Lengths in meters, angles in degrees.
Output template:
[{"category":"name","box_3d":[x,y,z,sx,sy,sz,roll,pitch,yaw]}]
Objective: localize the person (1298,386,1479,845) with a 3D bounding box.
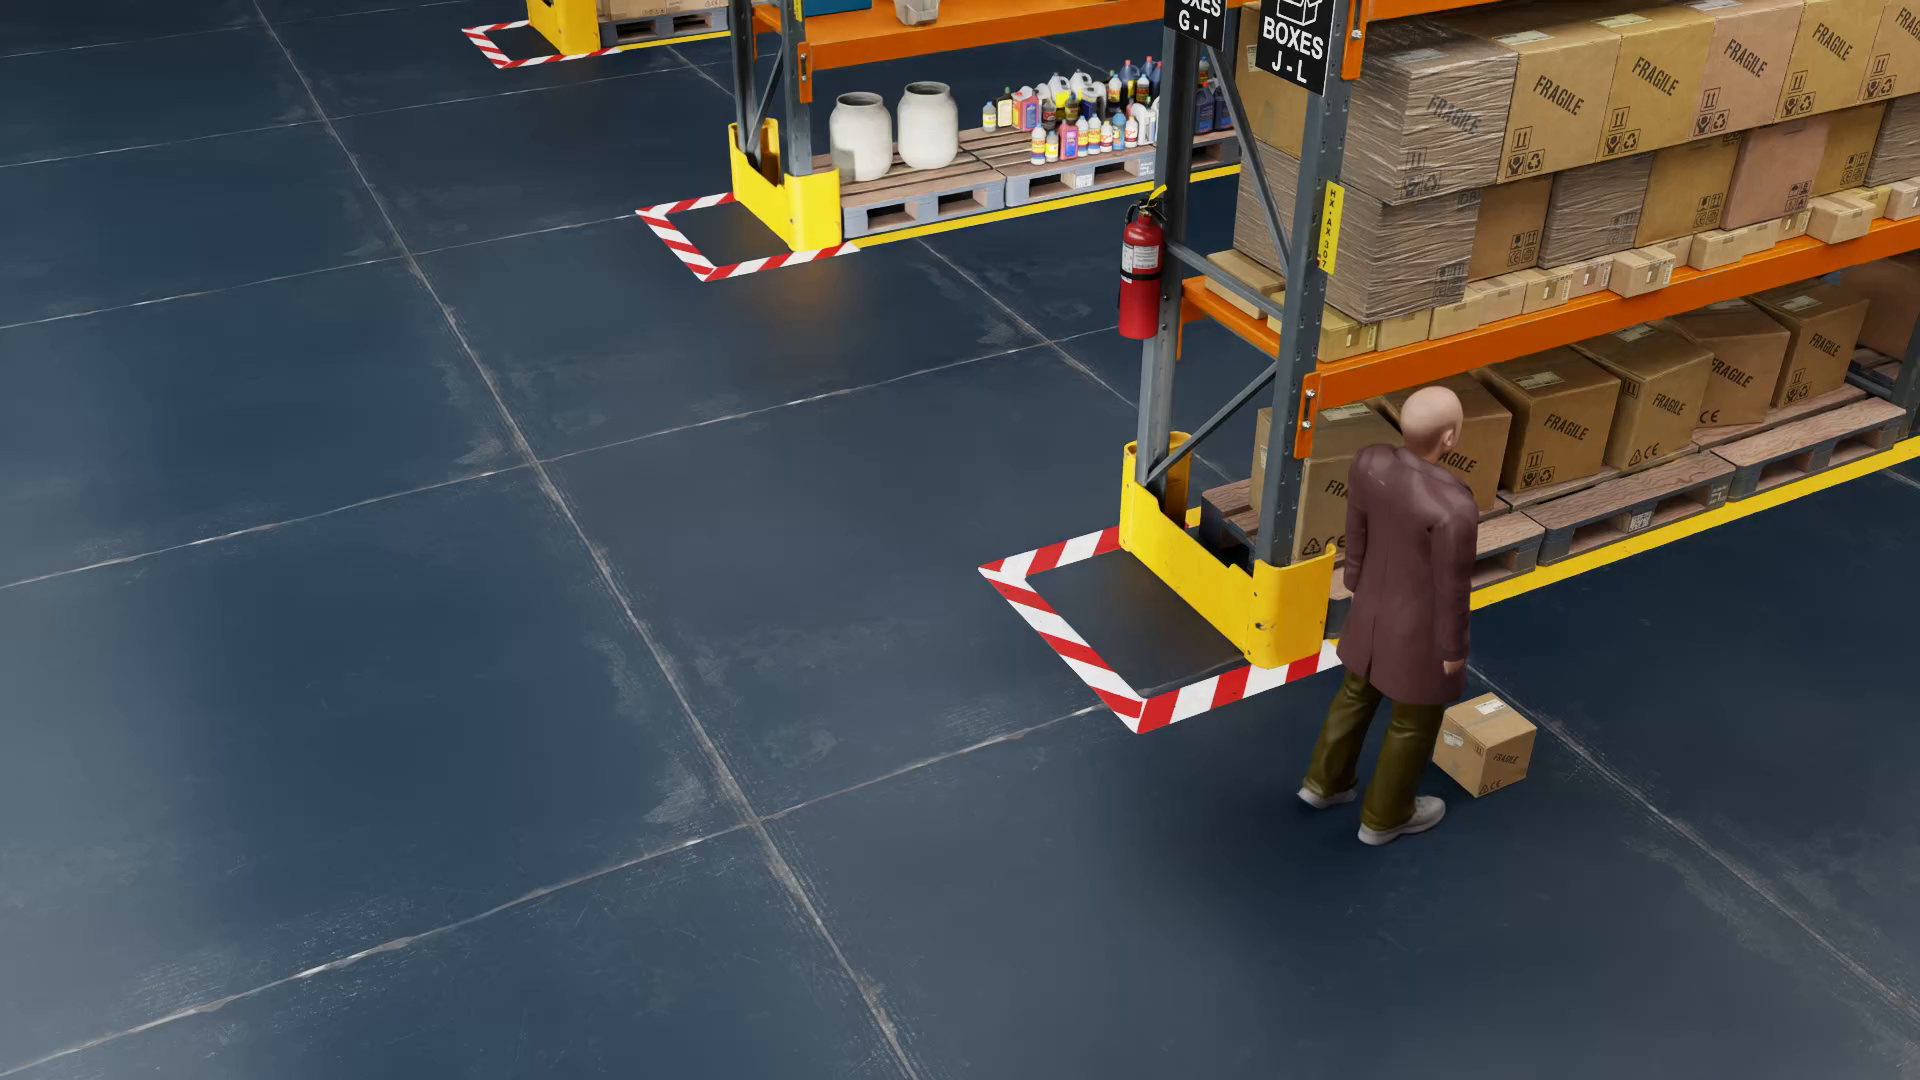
[{"category":"person","box_3d":[1.530,0.305,5.754,0.479,1.862,0.574,-15,36,-23]}]
